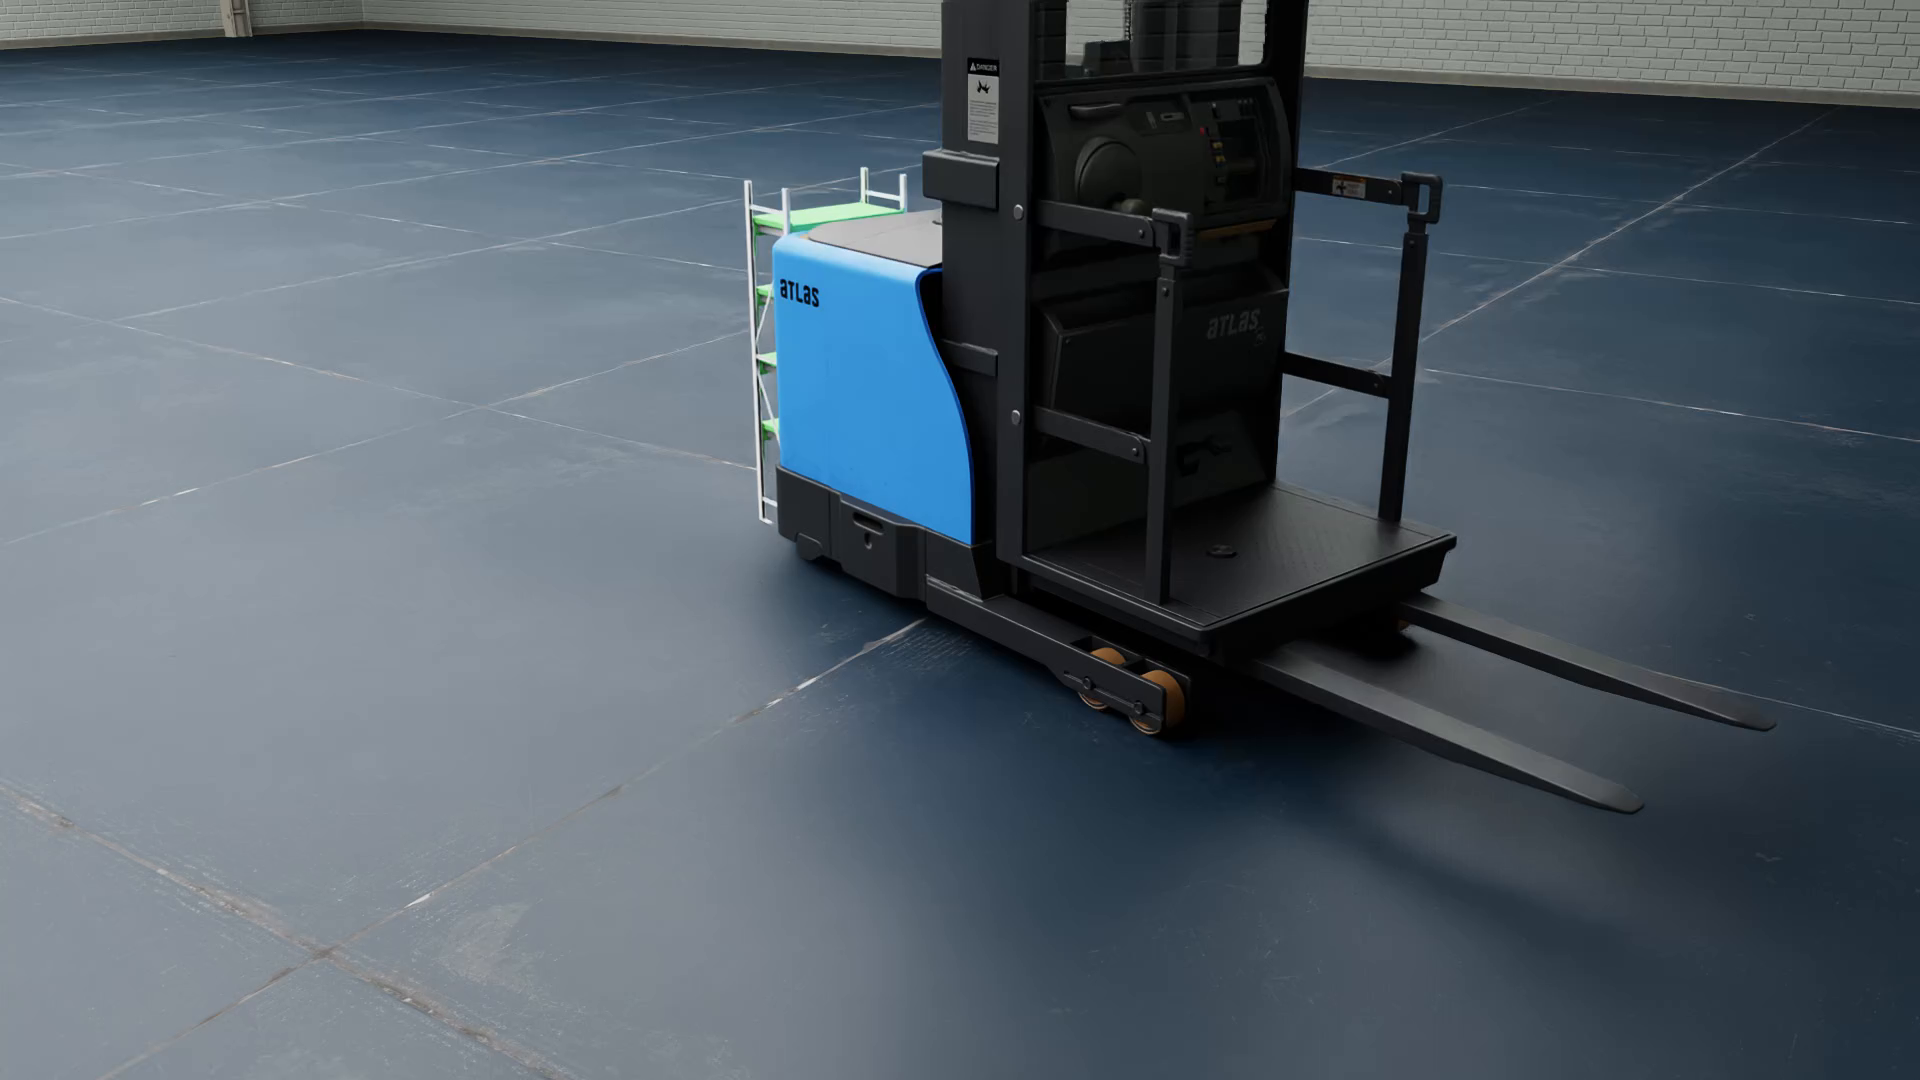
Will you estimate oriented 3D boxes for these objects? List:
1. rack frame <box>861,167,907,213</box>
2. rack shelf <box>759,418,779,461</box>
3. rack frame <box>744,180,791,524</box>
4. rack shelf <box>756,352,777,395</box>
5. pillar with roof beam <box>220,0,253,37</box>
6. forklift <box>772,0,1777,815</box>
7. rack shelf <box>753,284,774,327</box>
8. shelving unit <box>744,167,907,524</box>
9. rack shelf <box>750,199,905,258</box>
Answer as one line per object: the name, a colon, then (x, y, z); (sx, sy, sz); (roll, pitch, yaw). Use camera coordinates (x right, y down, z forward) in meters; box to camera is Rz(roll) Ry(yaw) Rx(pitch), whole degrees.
rack frame: (-0.265, -0.715, 5.968); (0.015, 1.200, 0.240); (-17, 26, -38)
rack shelf: (-0.450, -0.375, 5.925); (0.480, 0.148, 0.258); (-17, 26, -38)
rack frame: (-0.635, -0.605, 5.670); (0.015, 1.200, 0.240); (-17, 26, -38)
rack shelf: (-0.450, -0.600, 5.841); (0.480, 0.148, 0.258); (-17, 26, -38)
pillar with roof beam: (-10.234, -13.013, 27.974); (9.100, 9.000, 0.400); (13, 24, 32)
forklift: (0.715, -1.060, 4.405); (1.130, 2.935, 3.031); (-16, 26, -37)
rack shelf: (-0.450, -0.825, 5.758); (0.480, 0.148, 0.258); (-17, 26, -38)
shelving unit: (-0.450, -0.660, 5.819); (0.503, 1.200, 0.258); (-17, 26, -38)
rack shelf: (-0.450, -1.050, 5.675); (0.480, 0.148, 0.258); (-17, 26, -38)
